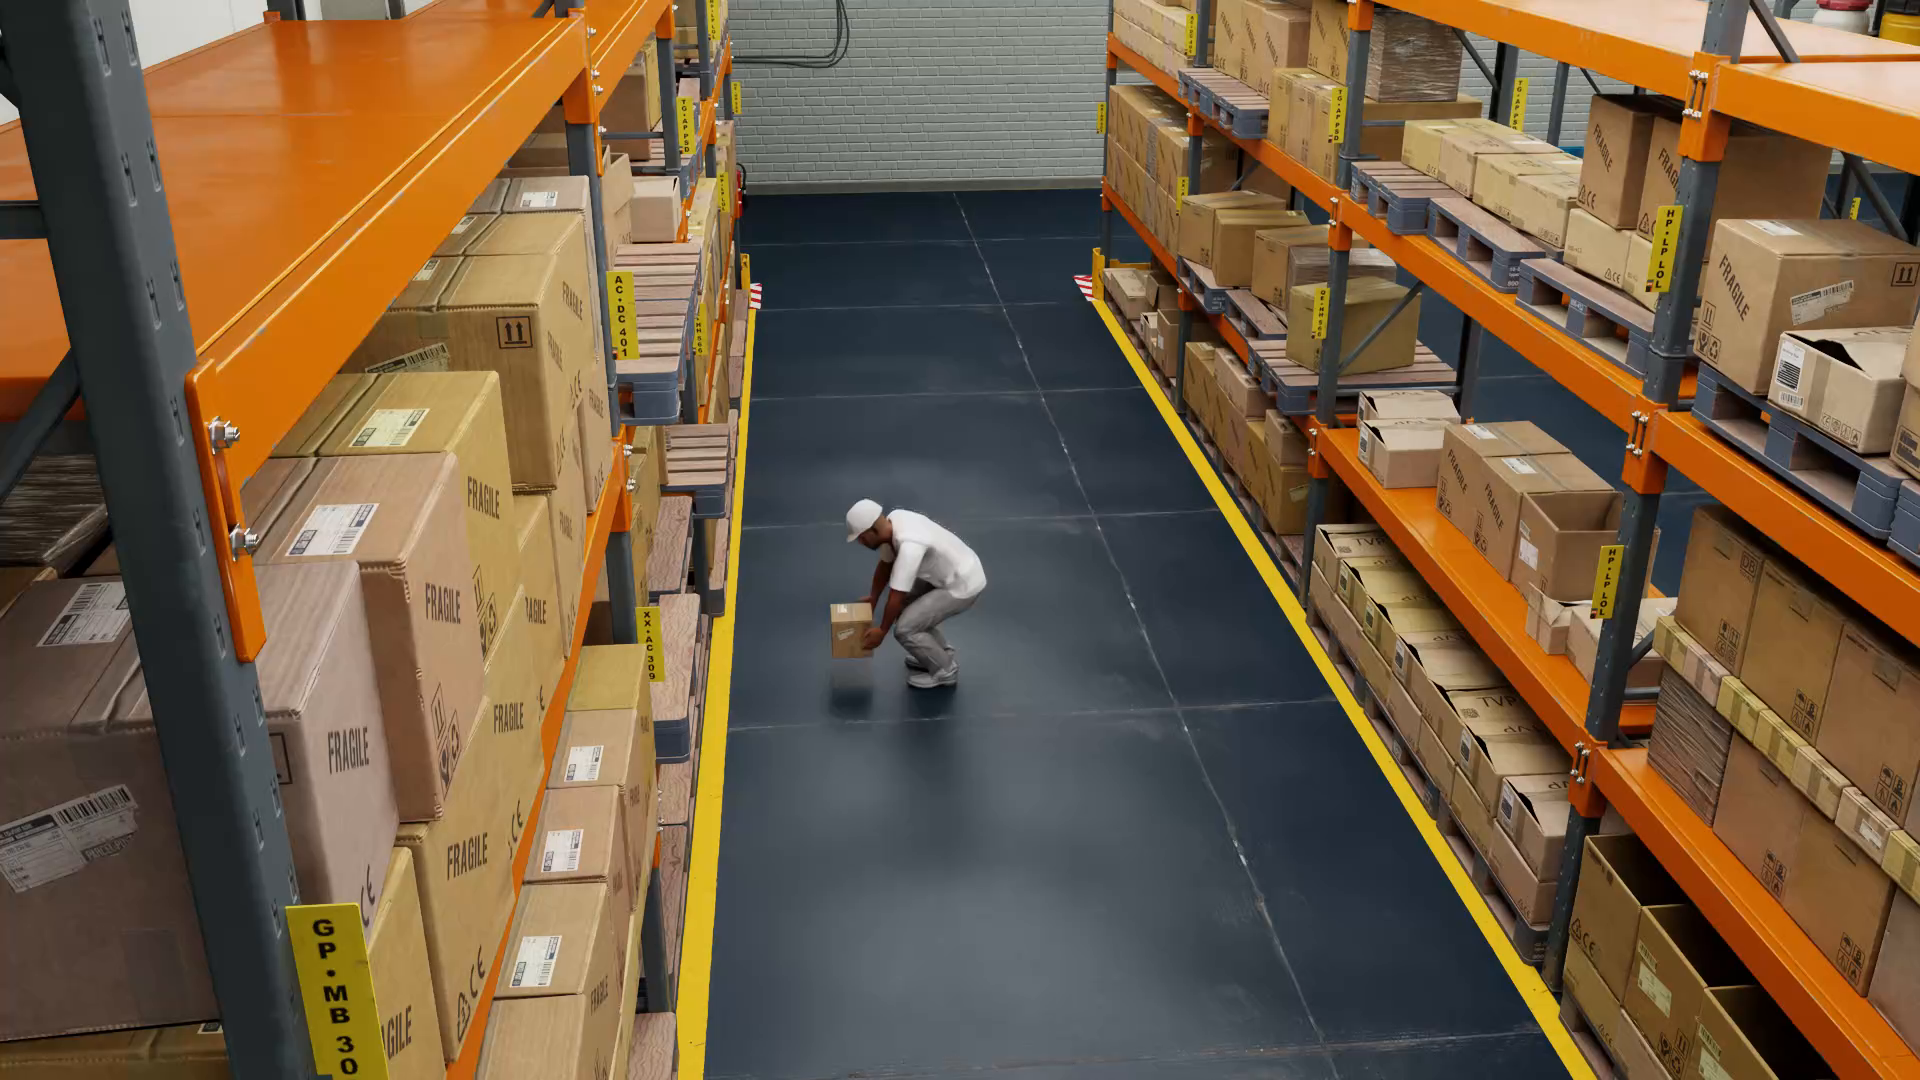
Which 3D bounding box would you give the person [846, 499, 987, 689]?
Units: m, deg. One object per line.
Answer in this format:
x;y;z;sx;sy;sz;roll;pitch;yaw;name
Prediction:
-0.260;0.305;10.073;0.839;1.207;0.620;-2;24;-5;person
